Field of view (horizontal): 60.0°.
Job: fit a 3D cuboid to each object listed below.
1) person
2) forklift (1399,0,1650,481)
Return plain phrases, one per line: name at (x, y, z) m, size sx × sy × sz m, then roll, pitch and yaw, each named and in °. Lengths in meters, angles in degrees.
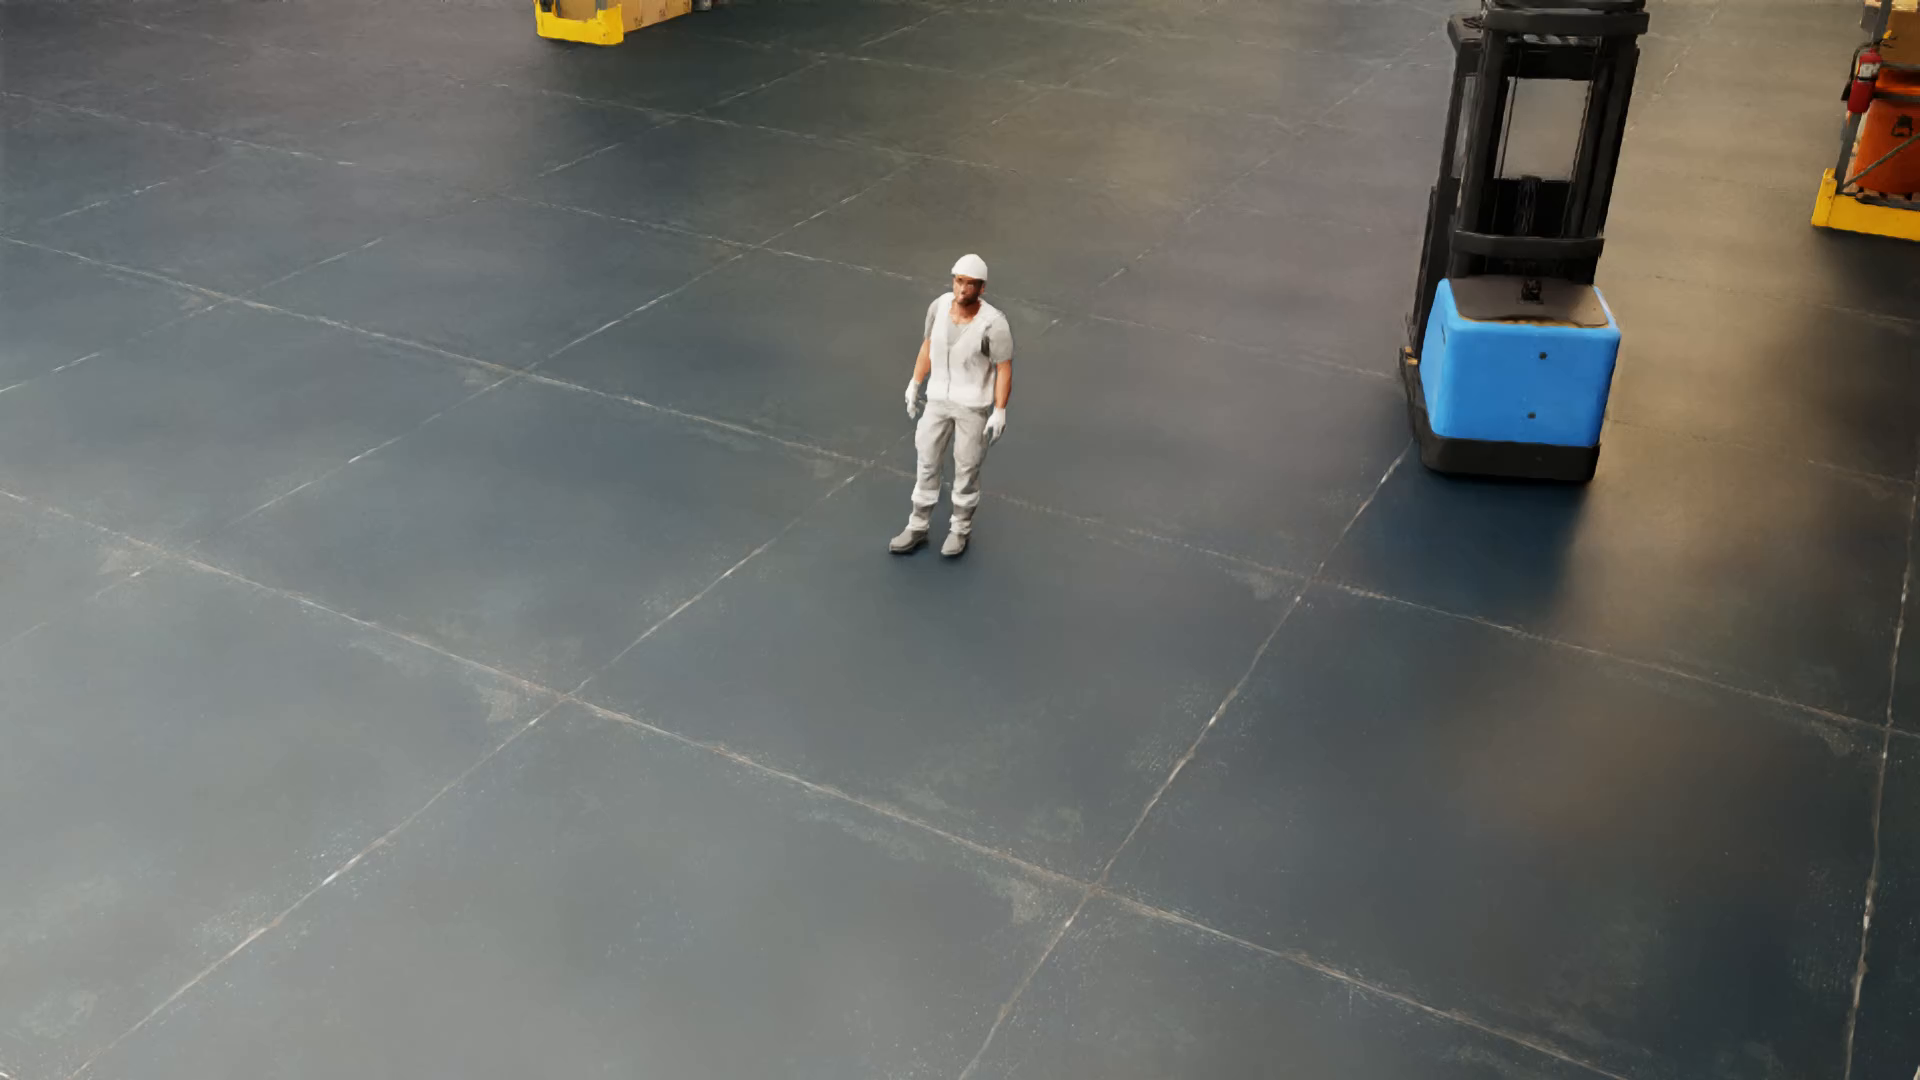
person at (-0.049, -0.748, 9.496) m, size 0.637 × 1.787 × 0.563 m, roll 15°, pitch 33°, yaw 25°
forklift at (3.732, -2.359, 11.158) m, size 1.130 × 2.935 × 3.031 m, roll 4°, pitch 30°, yaw 8°
